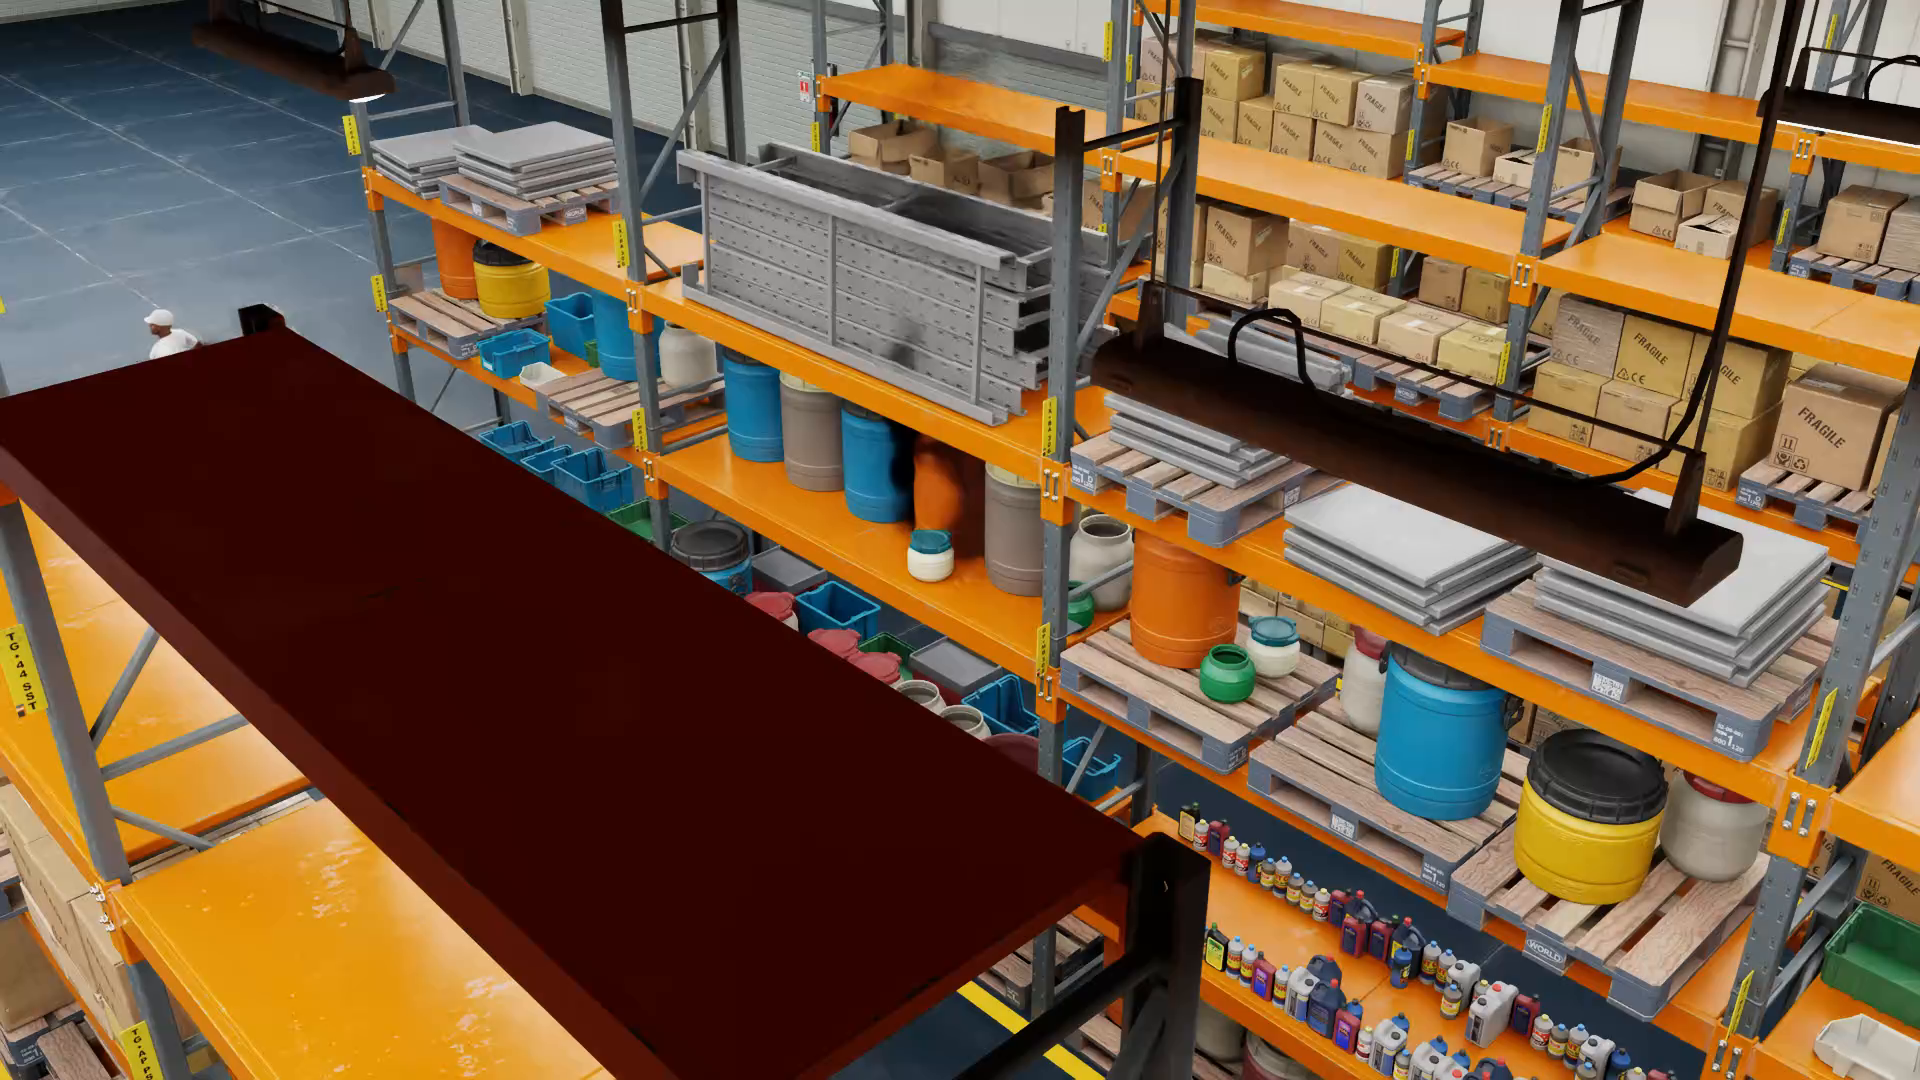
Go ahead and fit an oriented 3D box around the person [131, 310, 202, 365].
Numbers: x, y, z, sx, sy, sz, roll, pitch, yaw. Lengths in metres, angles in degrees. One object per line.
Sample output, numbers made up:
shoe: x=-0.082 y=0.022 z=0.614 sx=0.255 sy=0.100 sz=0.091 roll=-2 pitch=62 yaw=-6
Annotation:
person: x=-8.489 y=-1.641 z=18.019 sx=0.876 sy=1.802 sz=0.686 roll=-8 pitch=29 yaw=-14
